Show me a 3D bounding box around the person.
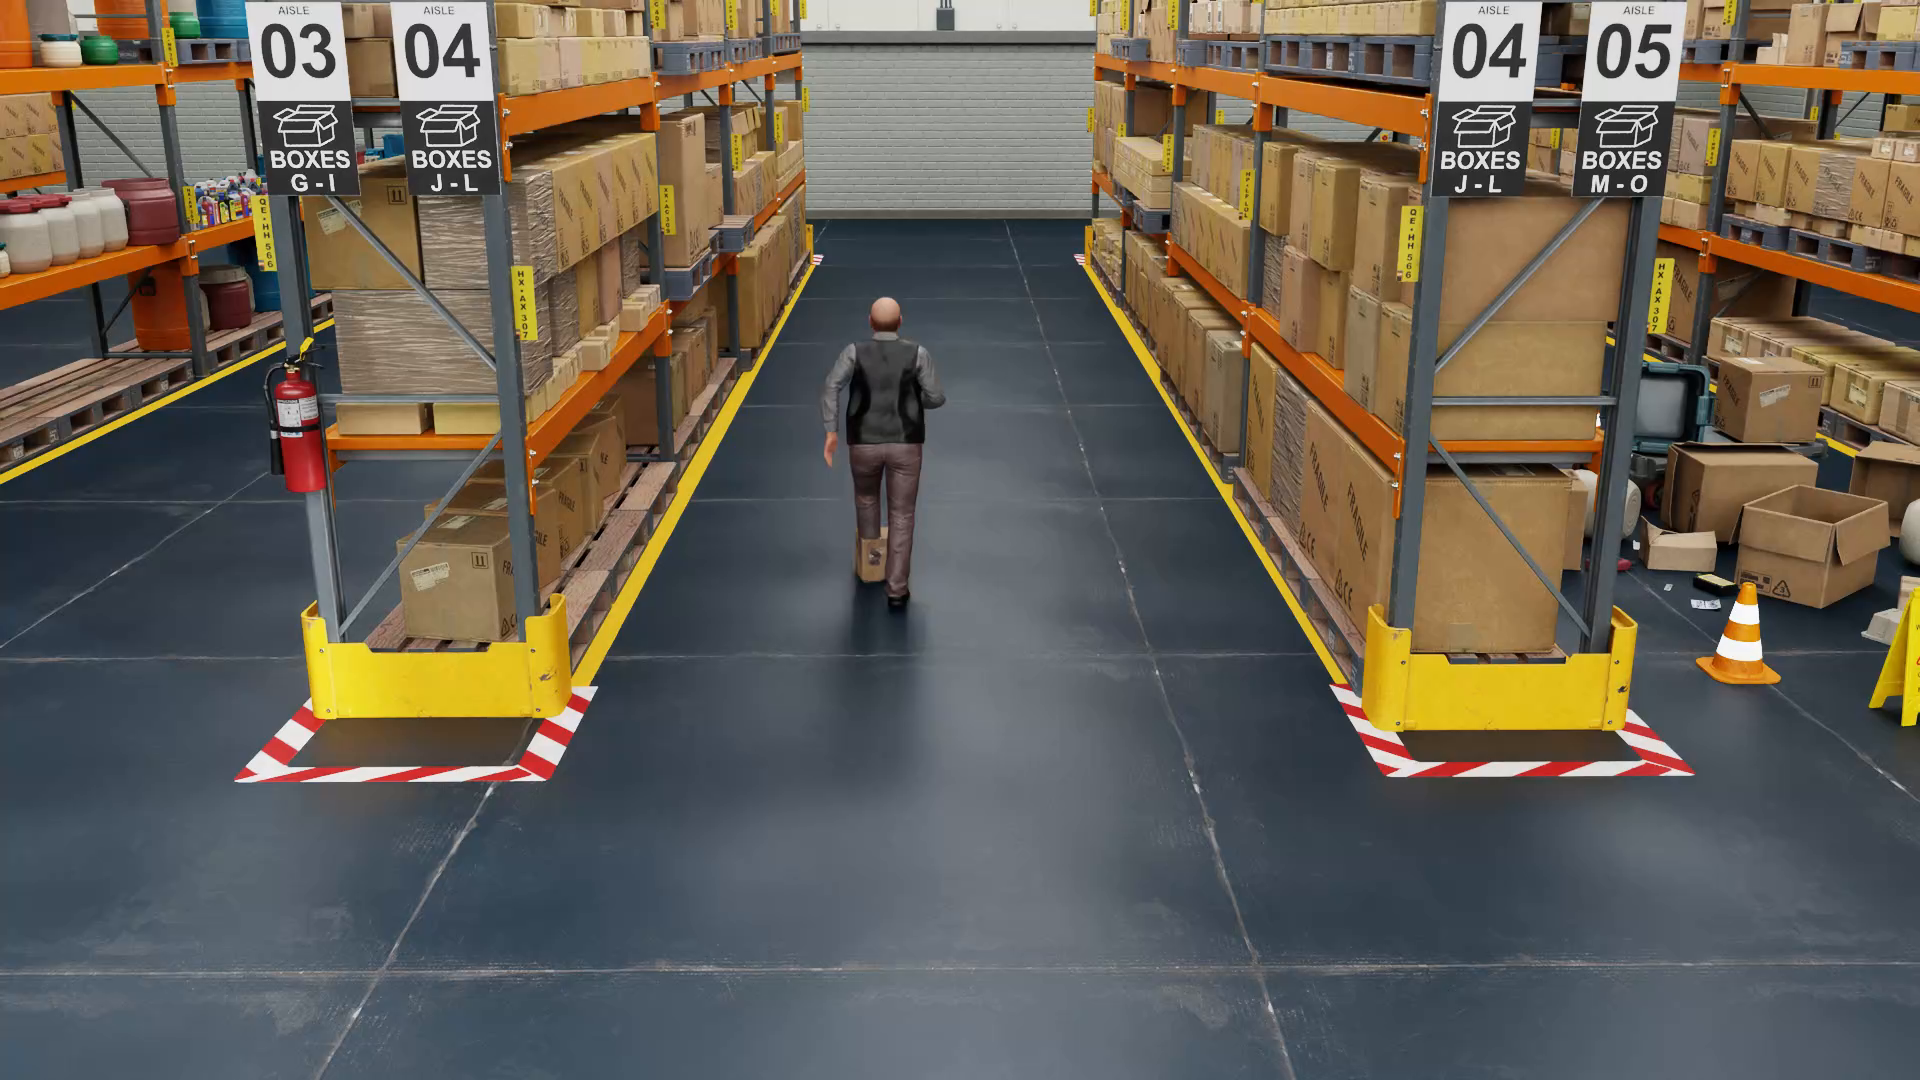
[{"bbox_3d":[-0.423,-0.531,9.401,0.679,1.646,0.899,2,17,5],"label":"person"}]
